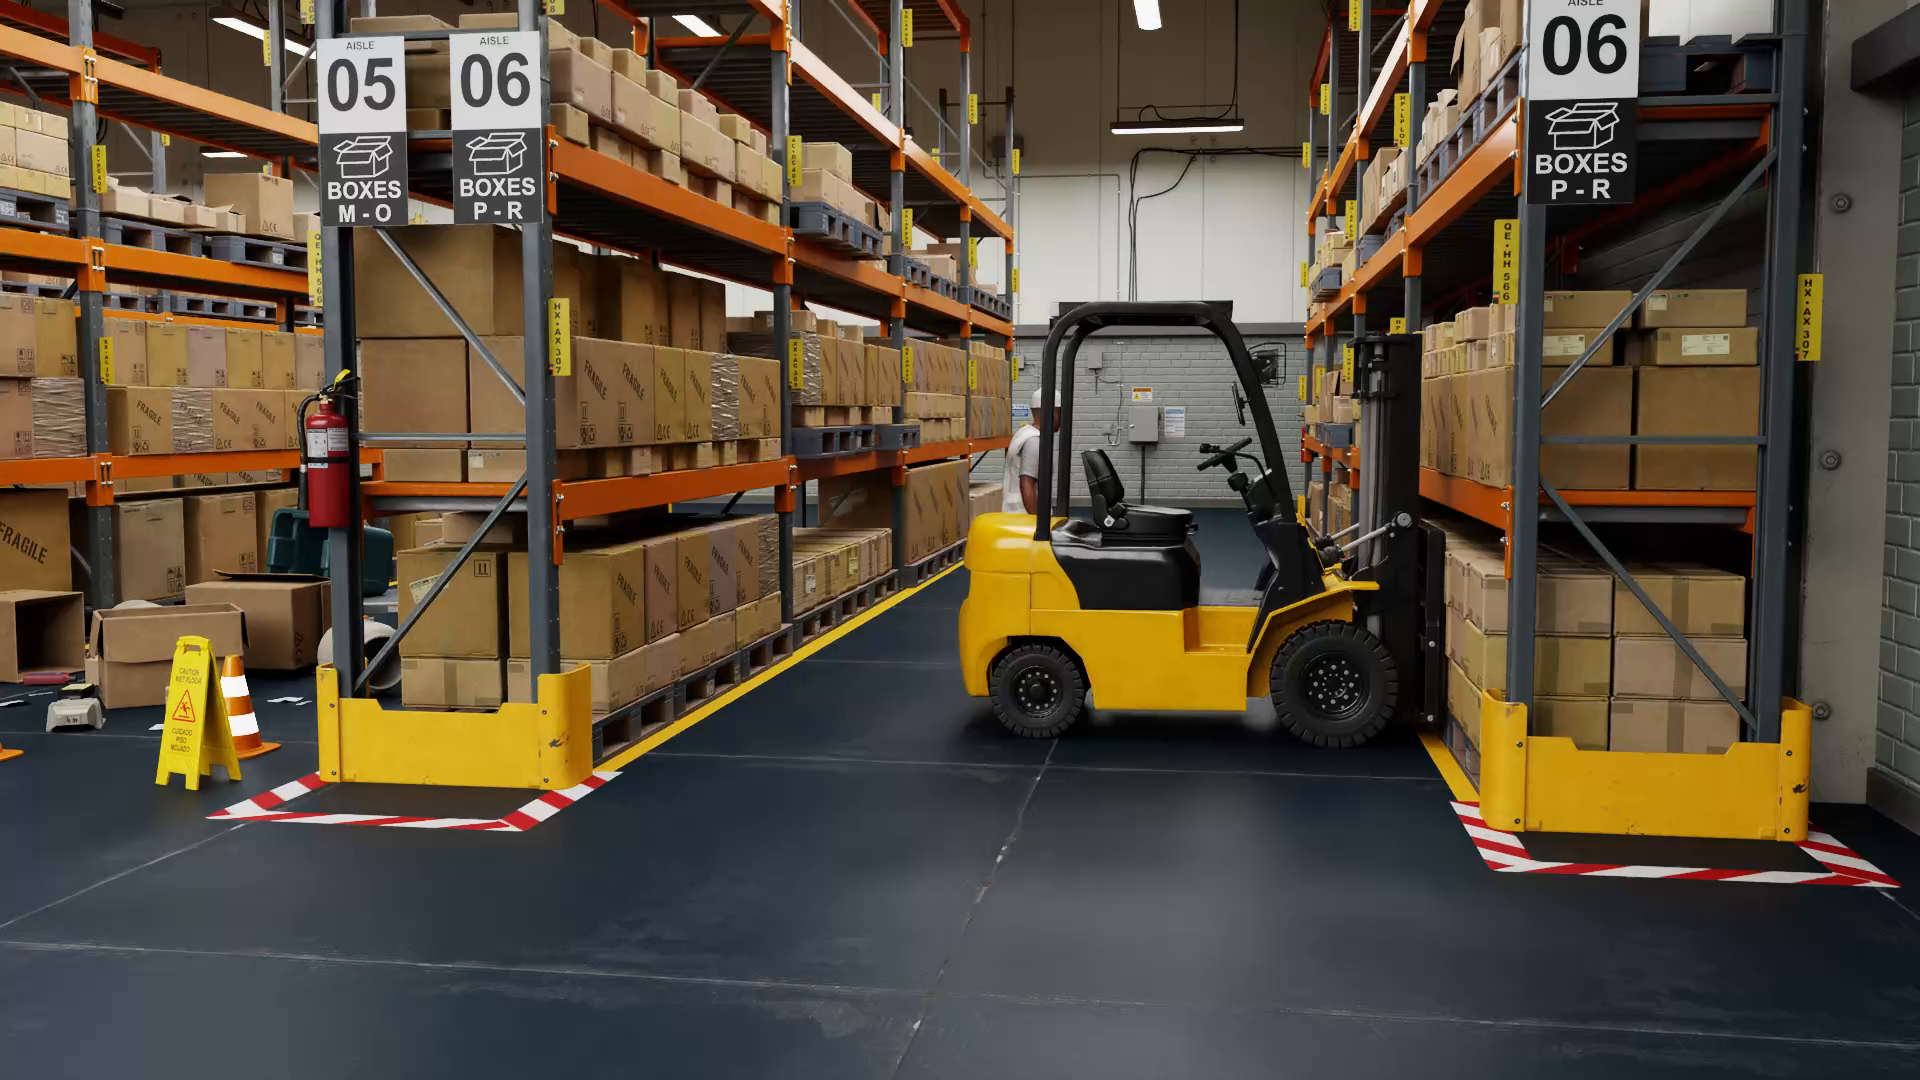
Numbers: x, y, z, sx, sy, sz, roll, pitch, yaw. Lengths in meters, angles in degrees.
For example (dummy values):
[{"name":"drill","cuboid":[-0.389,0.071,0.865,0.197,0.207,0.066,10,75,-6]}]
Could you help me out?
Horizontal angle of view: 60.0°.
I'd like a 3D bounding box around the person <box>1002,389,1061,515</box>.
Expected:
[{"name":"person","cuboid":[0.498,-0.096,10.746,0.449,1.775,0.633,1,4,7]}]
